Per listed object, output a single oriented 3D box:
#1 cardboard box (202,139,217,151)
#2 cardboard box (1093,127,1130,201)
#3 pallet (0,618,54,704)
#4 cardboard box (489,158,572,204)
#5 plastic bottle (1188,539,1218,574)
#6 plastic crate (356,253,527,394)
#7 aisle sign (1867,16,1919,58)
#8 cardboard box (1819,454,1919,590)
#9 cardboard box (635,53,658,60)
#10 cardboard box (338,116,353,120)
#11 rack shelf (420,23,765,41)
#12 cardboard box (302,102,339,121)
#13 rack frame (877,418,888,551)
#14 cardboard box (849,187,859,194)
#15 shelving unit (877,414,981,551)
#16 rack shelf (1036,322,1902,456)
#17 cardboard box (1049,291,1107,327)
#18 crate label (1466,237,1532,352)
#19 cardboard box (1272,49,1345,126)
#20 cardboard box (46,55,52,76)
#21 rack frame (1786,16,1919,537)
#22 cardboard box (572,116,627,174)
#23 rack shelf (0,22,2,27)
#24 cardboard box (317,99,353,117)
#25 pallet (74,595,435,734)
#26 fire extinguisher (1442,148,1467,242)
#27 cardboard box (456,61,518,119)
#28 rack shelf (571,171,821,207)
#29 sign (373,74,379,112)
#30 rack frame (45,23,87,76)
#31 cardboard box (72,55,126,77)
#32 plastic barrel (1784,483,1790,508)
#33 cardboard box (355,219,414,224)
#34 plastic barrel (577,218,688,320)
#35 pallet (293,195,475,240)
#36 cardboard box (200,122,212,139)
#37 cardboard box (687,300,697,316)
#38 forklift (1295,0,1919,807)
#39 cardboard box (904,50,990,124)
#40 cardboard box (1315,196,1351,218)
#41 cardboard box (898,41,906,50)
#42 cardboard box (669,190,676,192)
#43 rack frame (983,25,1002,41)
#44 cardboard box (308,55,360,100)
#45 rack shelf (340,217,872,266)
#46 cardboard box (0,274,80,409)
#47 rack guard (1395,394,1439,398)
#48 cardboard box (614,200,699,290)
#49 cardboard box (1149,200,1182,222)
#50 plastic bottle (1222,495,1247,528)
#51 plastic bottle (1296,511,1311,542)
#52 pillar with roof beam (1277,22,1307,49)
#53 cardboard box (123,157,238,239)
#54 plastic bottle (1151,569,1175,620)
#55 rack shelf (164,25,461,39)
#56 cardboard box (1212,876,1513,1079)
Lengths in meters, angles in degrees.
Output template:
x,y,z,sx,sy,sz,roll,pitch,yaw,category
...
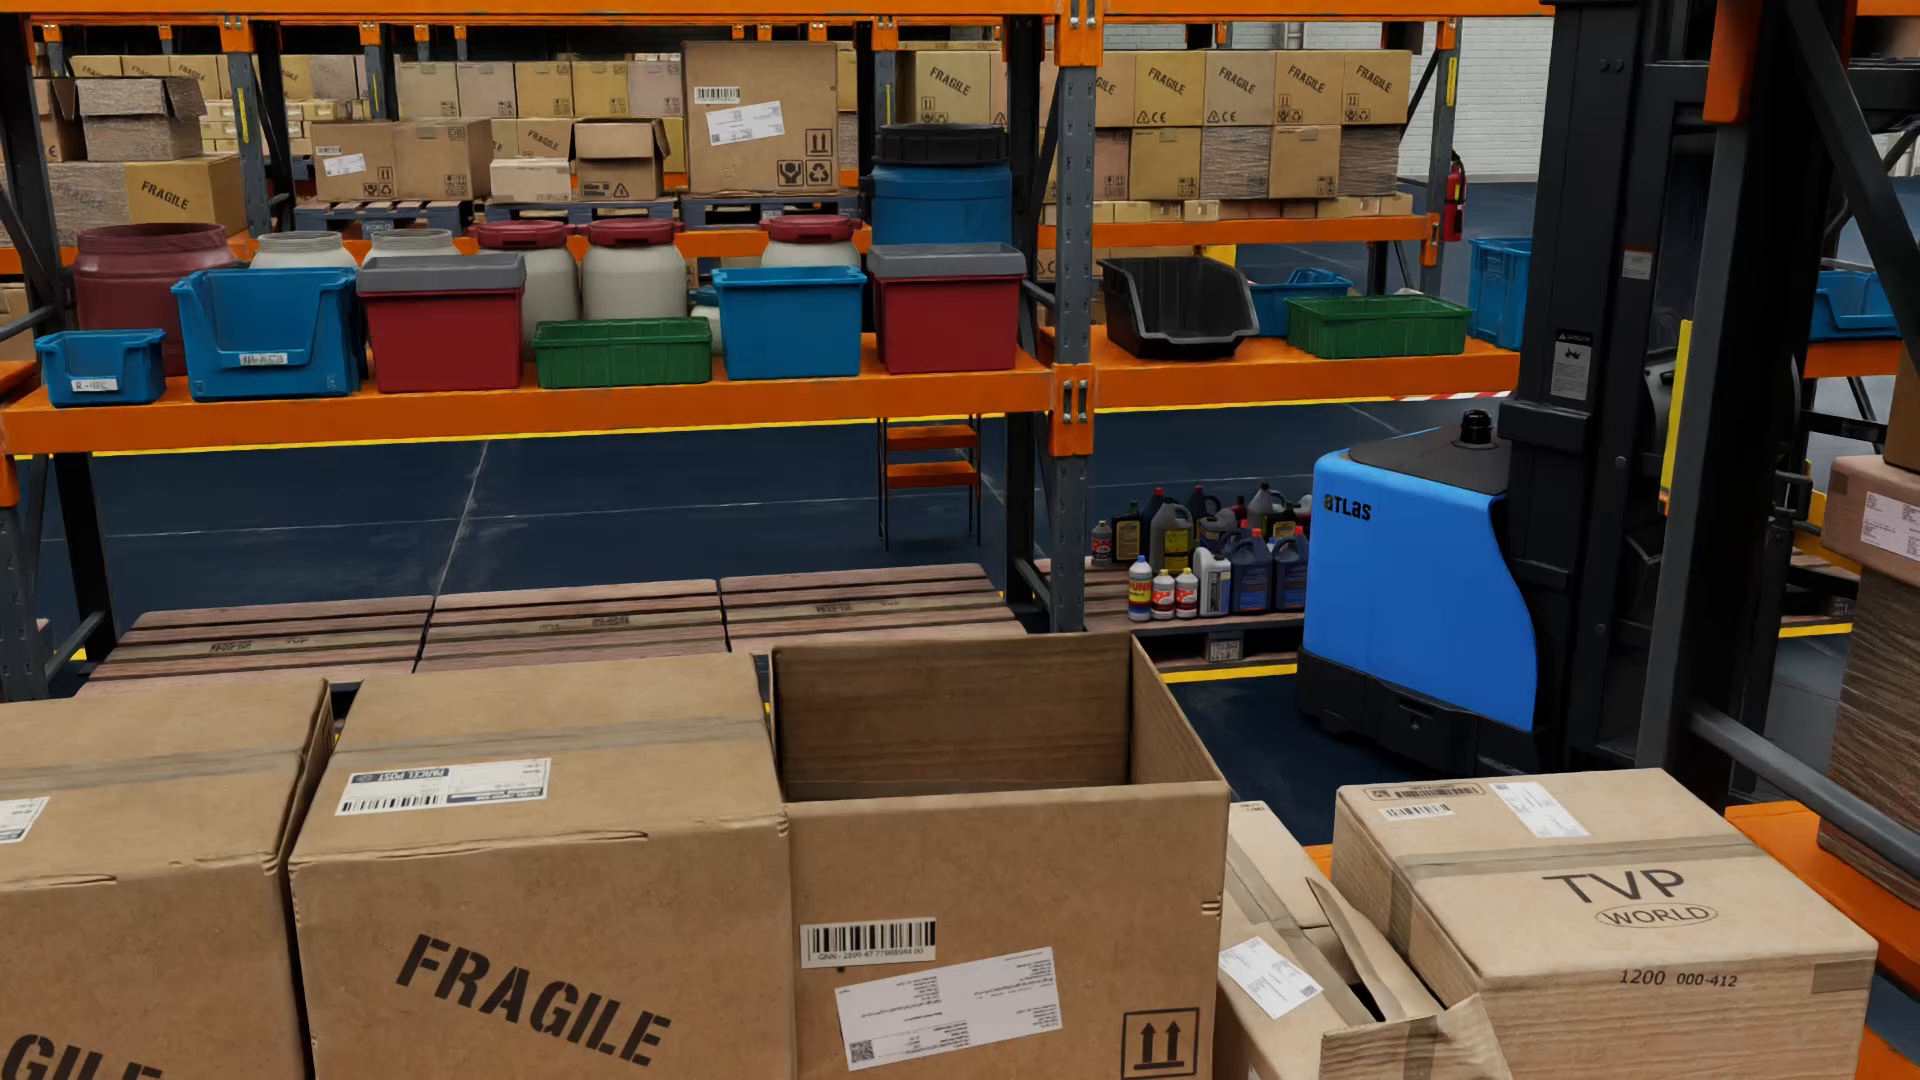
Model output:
x,y,z,sx,sy,sz,roll,pitch,yaw,category
-6.753,-3.511,14.848,0.250,0.149,0.380,-4,18,-13,cardboard box
0.842,-2.706,11.836,0.500,0.500,0.875,-3,17,-10,cardboard box
-4.335,0.606,6.481,1.213,0.211,1.003,-3,17,-10,pallet
-2.819,-2.367,10.951,0.500,0.250,0.500,-4,17,-12,cardboard box
1.046,0.134,7.144,0.133,0.283,0.061,-3,17,-10,plastic bottle
-1.924,-0.816,6.250,0.583,0.464,0.402,-3,17,-10,plastic crate
4.301,-2.560,7.610,0.004,0.787,0.394,-3,17,-10,aisle sign
1.521,-0.013,2.470,0.250,0.149,0.380,-3,17,-10,cardboard box
-3.810,-5.837,20.209,0.250,0.149,0.380,-4,18,-13,cardboard box
-5.863,-3.900,15.608,0.250,0.149,0.380,-2,17,-8,cardboard box
-4.425,-6.269,20.231,4.000,0.370,1.077,-3,17,-10,rack shelf
-5.745,-3.852,14.944,0.250,0.149,0.380,-4,18,-13,cardboard box
-0.402,-0.551,8.561,0.015,1.200,0.240,-3,17,-10,rack frame
-0.792,-3.069,16.600,0.875,0.875,0.875,-3,17,-10,cardboard box
-0.163,-0.564,8.606,0.503,1.200,0.258,-3,17,-10,shelving unit
2.322,-0.774,7.447,4.000,0.370,1.077,-3,17,-10,rack shelf
0.975,-1.542,12.265,0.500,0.500,0.500,-5,18,-15,cardboard box
2.530,-1.065,7.111,0.616,0.435,0.502,-3,17,-10,crate label
2.363,-3.193,11.720,0.500,0.500,0.500,-3,17,-10,cardboard box
-10.829,-5.414,19.457,0.500,0.500,0.500,-3,17,-10,cardboard box
4.286,-1.229,7.704,0.127,3.000,1.000,-3,17,-10,rack frame
-3.375,-3.726,15.663,0.500,0.500,0.500,-3,17,-11,cardboard box
-5.533,-1.762,5.556,4.000,0.370,1.077,-3,17,-10,rack shelf
-5.845,-4.042,15.561,0.250,0.149,0.380,-3,17,-10,cardboard box
-2.801,0.518,6.767,1.213,0.211,1.003,-3,17,-10,pallet
3.546,-2.493,11.952,0.183,0.674,0.296,-3,17,-10,fire extinguisher
-4.411,-4.223,15.579,0.500,0.500,0.700,-3,17,-11,cardboard box
-3.387,-3.414,16.044,4.000,0.370,1.077,-3,17,-10,rack shelf
-5.238,-4.006,14.910,0.005,0.325,0.100,-3,17,-10,sign
-10.316,-4.845,19.478,0.127,3.000,1.000,-3,17,-10,rack frame
-9.829,-5.313,19.126,0.500,0.500,0.500,-3,17,-10,cardboard box
3.654,-0.182,7.817,0.421,0.512,0.421,0,17,0,plastic barrel
-7.082,-4.239,20.406,0.875,0.875,0.875,-3,17,-11,cardboard box
-1.343,-1.040,6.858,0.433,0.535,0.433,0,17,0,plastic barrel
-3.829,-2.190,11.159,1.003,0.211,1.213,-3,17,-10,pallet
-6.759,-3.653,14.802,0.250,0.149,0.380,-3,17,-11,cardboard box
-1.660,-1.400,11.770,0.500,0.500,0.700,-3,17,-11,cardboard box
2.617,-0.442,5.260,1.130,2.935,3.031,-13,21,-37,forklift
-0.091,-3.054,11.265,0.500,0.500,0.500,-3,17,-10,cardboard box
2.624,-2.419,12.006,0.250,0.149,0.380,-3,17,-10,cardboard box
-0.984,-5.963,20.738,0.500,0.500,0.700,-4,17,-12,cardboard box
-4.680,-5.714,25.635,0.625,0.625,0.875,-3,17,-11,cardboard box
0.521,-6.944,26.312,0.127,3.000,1.000,-3,17,-10,rack frame
-7.349,-5.459,19.602,0.500,0.500,0.500,-3,17,-9,cardboard box
-2.545,-1.979,11.370,4.000,0.370,1.077,-3,17,-10,rack shelf
-6.067,-1.316,10.892,0.875,0.875,1.225,-3,17,-10,cardboard box
3.272,-1.458,12.706,0.348,0.500,1.175,-3,17,-10,rack guard
-2.963,-2.882,16.201,0.750,0.750,1.050,-3,17,-10,cardboard box
1.394,-2.354,11.794,0.250,0.149,0.380,-3,17,-10,cardboard box
1.277,-0.069,7.804,0.133,0.283,0.061,-2,17,-7,plastic bottle
1.623,-0.043,7.720,0.133,0.283,0.061,-3,17,-10,plastic bottle
6.374,-9.126,23.199,0.400,9.000,9.100,-3,17,-10,pillar with roof beam
-4.946,-2.160,10.565,0.500,0.500,0.500,-3,17,-9,cardboard box
0.854,0.224,6.990,0.097,0.201,0.097,0,17,0,plastic bottle
-9.297,-7.477,24.164,4.000,0.370,1.077,-3,17,-10,rack shelf
0.466,0.588,2.017,0.258,0.266,0.396,-4,17,-12,cardboard box
